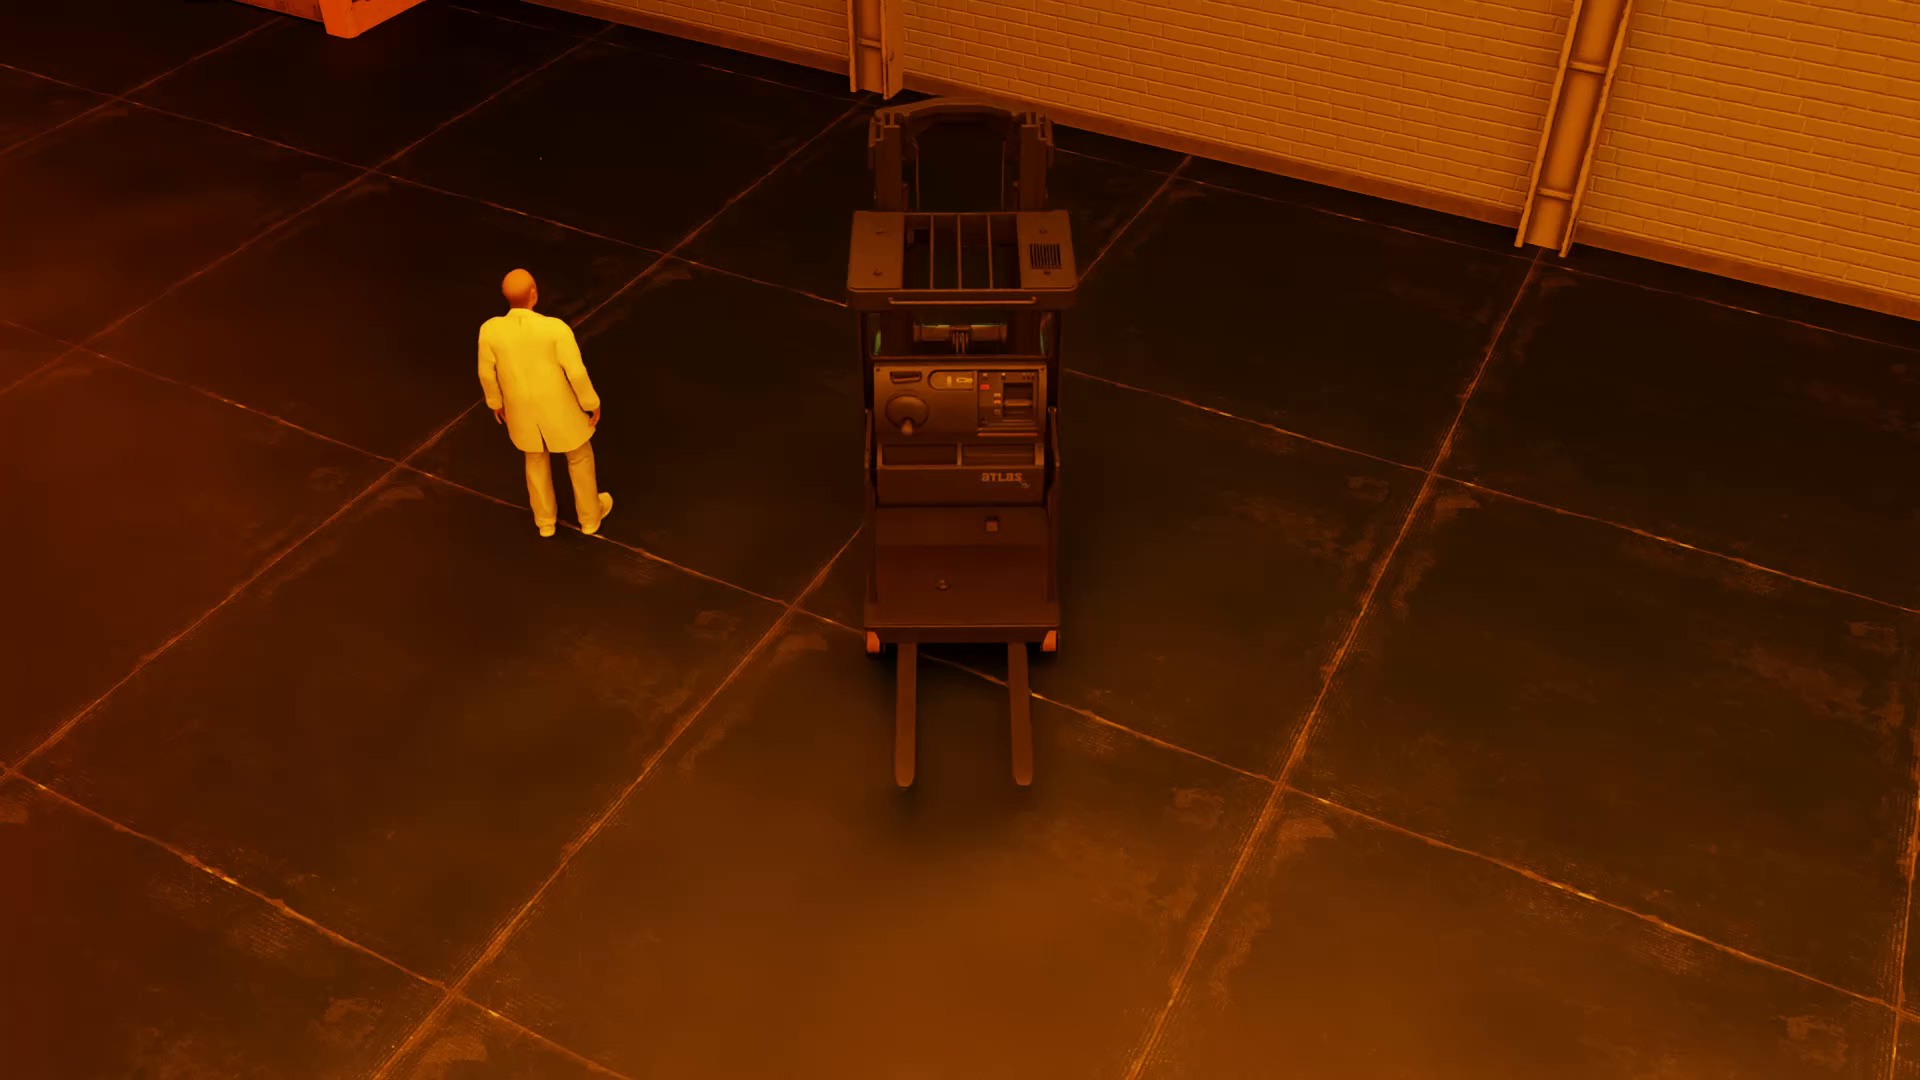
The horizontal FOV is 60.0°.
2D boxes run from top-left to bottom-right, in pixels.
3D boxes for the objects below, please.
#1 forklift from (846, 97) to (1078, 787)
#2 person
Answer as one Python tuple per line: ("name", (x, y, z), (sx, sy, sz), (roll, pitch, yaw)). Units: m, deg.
("forklift", (0.006, -0.680, 8.793), (1.130, 2.935, 3.031), (0, 40, 0))
("person", (-2.456, -0.802, 9.838), (0.678, 1.772, 0.447), (1, 40, 2))
